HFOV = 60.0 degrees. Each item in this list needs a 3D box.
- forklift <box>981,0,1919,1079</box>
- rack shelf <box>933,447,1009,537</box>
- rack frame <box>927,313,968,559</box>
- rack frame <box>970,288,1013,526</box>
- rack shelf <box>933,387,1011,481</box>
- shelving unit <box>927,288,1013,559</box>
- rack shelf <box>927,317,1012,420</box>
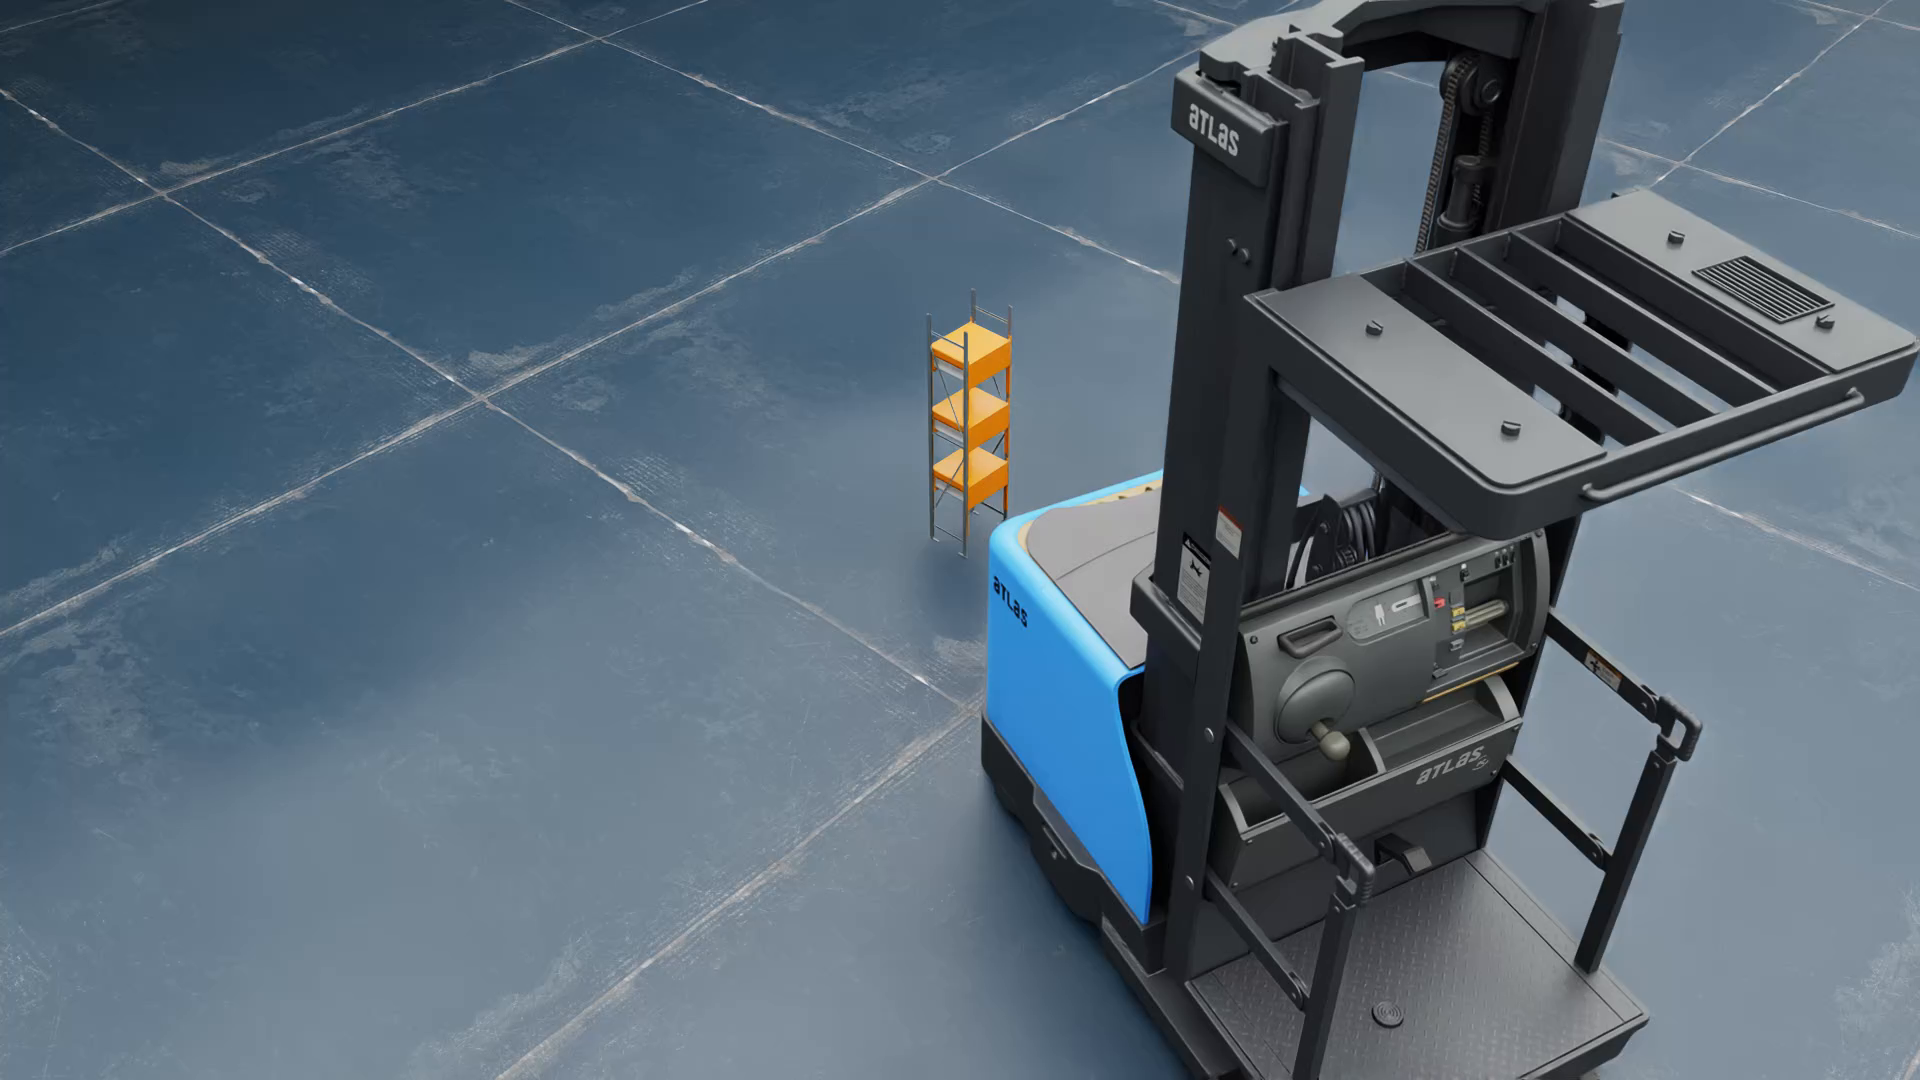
[{"bbox_3d":[1.195,0.323,3.989,1.130,2.935,3.031,-18,42,-21],"label":"forklift"},{"bbox_3d":[0.036,-0.210,6.634,0.215,0.259,0.240,30,47,32],"label":"rack shelf"},{"bbox_3d":[-0.046,-0.379,6.384,0.200,1.050,0.008,30,47,32],"label":"rack frame"},{"bbox_3d":[0.118,-0.492,6.525,0.200,1.050,0.008,30,47,32],"label":"rack frame"},{"bbox_3d":[0.036,-0.427,6.461,0.215,0.259,0.240,30,47,32],"label":"rack shelf"},{"bbox_3d":[0.036,-0.436,6.454,0.215,1.050,0.252,30,47,32],"label":"shelving unit"},{"bbox_3d":[0.036,-0.649,6.284,0.215,0.259,0.240,30,47,32],"label":"rack shelf"}]
